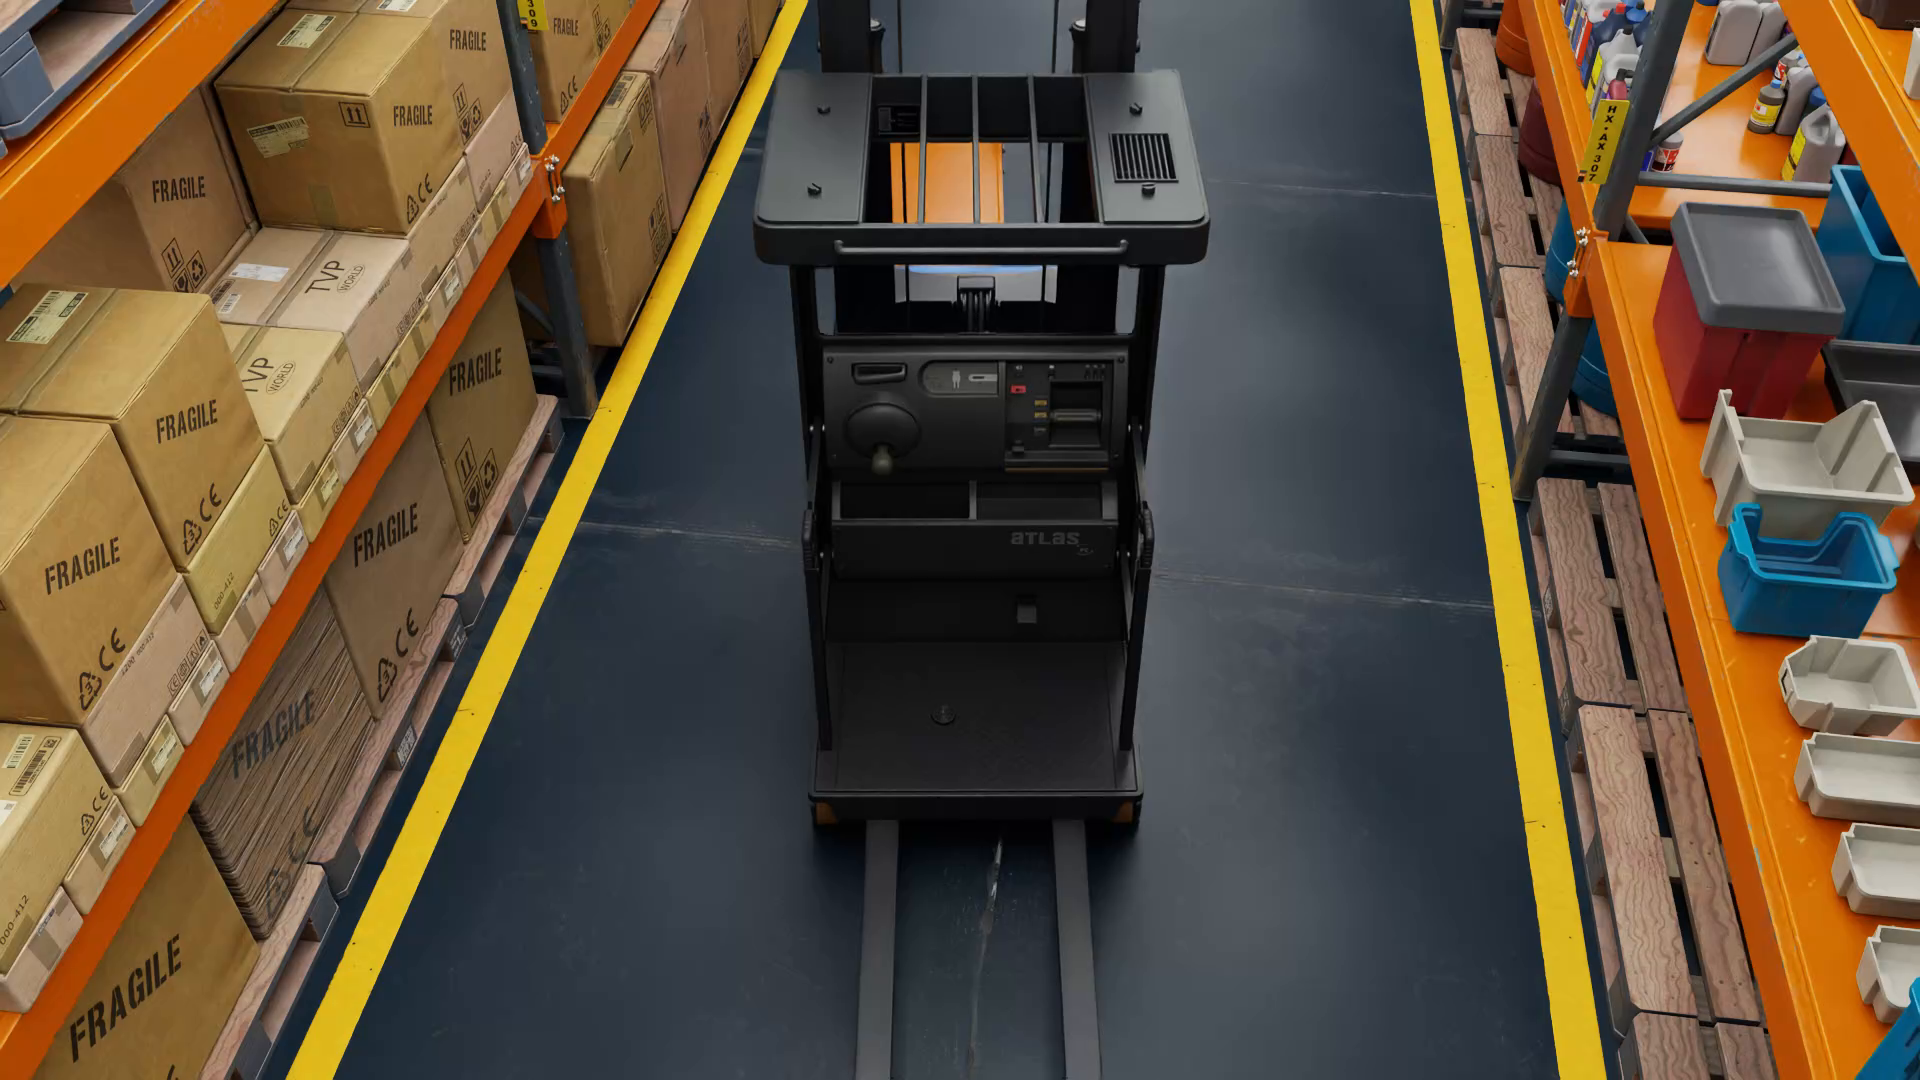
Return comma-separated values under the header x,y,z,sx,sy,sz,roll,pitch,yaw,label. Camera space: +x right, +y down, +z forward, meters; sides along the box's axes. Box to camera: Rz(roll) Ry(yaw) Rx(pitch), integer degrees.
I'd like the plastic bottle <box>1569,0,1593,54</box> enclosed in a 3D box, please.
x,y,z,sx,sy,sz,roll,pitch,yaw,label
2.668,-2.183,6.964,0.152,0.276,0.135,5,44,6,plastic bottle

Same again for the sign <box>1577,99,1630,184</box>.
x,y,z,sx,sy,sz,roll,pitch,yaw,label
2.259,-1.397,5.843,0.100,0.325,0.005,5,44,6,sign

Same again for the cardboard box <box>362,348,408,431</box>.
x,y,z,sx,sy,sz,roll,pitch,yaw,label
-1.991,-0.491,5.270,0.380,0.149,0.250,5,44,5,cardboard box

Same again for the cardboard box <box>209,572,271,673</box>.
x,y,z,sx,sy,sz,roll,pitch,yaw,label
-2.127,0.209,4.530,0.380,0.149,0.250,4,44,5,cardboard box

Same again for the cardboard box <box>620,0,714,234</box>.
x,y,z,sx,sy,sz,roll,pitch,yaw,label
-1.924,-2.124,8.051,1.225,0.875,0.875,4,44,4,cardboard box

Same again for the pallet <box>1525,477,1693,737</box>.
x,y,z,sx,sy,sz,roll,pitch,yaw,label
2.745,0.272,6.309,1.003,0.211,1.213,5,44,6,pallet

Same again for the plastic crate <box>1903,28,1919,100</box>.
x,y,z,sx,sy,sz,roll,pitch,yaw,label
2.302,-0.944,3.575,0.437,0.136,0.530,5,44,6,plastic crate

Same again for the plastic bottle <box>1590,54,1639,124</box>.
x,y,z,sx,sy,sz,roll,pitch,yaw,label
2.584,-1.747,6.504,0.152,0.276,0.135,5,44,6,plastic bottle

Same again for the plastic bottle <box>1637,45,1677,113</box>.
x,y,z,sx,sy,sz,roll,pitch,yaw,label
2.744,-1.871,6.580,0.144,0.351,0.185,5,44,6,plastic bottle

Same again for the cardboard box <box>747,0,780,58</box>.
x,y,z,sx,sy,sz,roll,pitch,yaw,label
-1.689,-3.334,9.330,1.225,0.875,0.875,3,44,4,cardboard box

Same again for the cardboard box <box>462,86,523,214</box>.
x,y,z,sx,sy,sz,roll,pitch,yaw,label
-1.904,-1.424,5.965,0.500,0.250,0.500,4,44,5,cardboard box

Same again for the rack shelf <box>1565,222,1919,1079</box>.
x,y,z,sx,sy,sz,roll,pitch,yaw,label
2.539,0.379,4.692,1.077,0.370,4.000,5,44,6,rack shelf

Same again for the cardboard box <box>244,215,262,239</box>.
x,y,z,sx,sy,sz,roll,pitch,yaw,label
-2.498,-1.114,5.638,0.500,0.250,0.500,5,44,5,cardboard box

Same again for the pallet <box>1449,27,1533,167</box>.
x,y,z,sx,sy,sz,roll,pitch,yaw,label
3.270,-2.418,9.150,1.003,0.211,1.213,5,44,6,pallet

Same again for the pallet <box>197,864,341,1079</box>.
x,y,z,sx,sy,sz,roll,pitch,yaw,label
-2.606,1.491,5.022,1.003,0.211,1.213,5,44,6,pallet

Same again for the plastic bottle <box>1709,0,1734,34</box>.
x,y,z,sx,sy,sz,roll,pitch,yaw,label
3.270,-2.242,7.081,0.097,0.201,0.097,0,43,0,plastic bottle

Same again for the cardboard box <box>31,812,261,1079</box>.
x,y,z,sx,sy,sz,roll,pitch,yaw,label
-2.629,1.206,4.535,0.875,0.875,0.875,5,44,6,cardboard box

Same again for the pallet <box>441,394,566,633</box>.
x,y,z,sx,sy,sz,roll,pitch,yaw,label
-2.284,-0.172,6.778,1.003,0.211,1.213,5,44,6,pallet

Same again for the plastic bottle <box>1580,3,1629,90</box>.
x,y,z,sx,sy,sz,roll,pitch,yaw,label
2.625,-2.010,6.727,0.144,0.351,0.185,5,44,6,plastic bottle

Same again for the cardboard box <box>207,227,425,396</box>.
x,y,z,sx,sy,sz,roll,pitch,yaw,label
-2.037,-0.724,5.225,0.500,0.250,0.500,6,44,6,cardboard box

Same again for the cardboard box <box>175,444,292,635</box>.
x,y,z,sx,sy,sz,roll,pitch,yaw,label
-2.171,-0.023,4.485,0.500,0.250,0.500,4,44,4,cardboard box

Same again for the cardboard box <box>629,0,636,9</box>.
x,y,z,sx,sy,sz,roll,pitch,yaw,label
-1.665,-2.706,7.354,0.500,0.500,0.500,4,44,5,cardboard box

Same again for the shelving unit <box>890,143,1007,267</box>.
x,y,z,sx,sy,sz,roll,pitch,yaw,label
-0.072,-1.072,7.064,0.538,1.125,1.048,0,43,0,shelving unit

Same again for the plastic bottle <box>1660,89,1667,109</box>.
x,y,z,sx,sy,sz,roll,pitch,yaw,label
2.710,-1.722,6.531,0.097,0.201,0.097,0,43,0,plastic bottle

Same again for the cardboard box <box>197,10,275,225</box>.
x,y,z,sx,sy,sz,roll,pitch,yaw,label
-2.495,-1.383,5.377,0.500,0.500,0.500,5,44,6,cardboard box

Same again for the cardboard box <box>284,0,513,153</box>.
x,y,z,sx,sy,sz,roll,pitch,yaw,label
-1.901,-1.684,5.694,0.500,0.500,0.500,6,44,7,cardboard box

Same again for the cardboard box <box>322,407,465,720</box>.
x,y,z,sx,sy,sz,roll,pitch,yaw,label
-2.391,-0.021,5.830,0.875,0.875,0.875,5,44,6,cardboard box

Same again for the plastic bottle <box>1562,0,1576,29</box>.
x,y,z,sx,sy,sz,roll,pitch,yaw,label
2.699,-2.341,7.131,0.152,0.276,0.135,5,44,6,plastic bottle

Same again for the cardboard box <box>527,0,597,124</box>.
x,y,z,sx,sy,sz,roll,pitch,yaw,label
-1.797,-2.023,6.632,0.500,0.500,0.500,5,44,6,cardboard box

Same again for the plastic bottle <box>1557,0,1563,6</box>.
x,y,z,sx,sy,sz,roll,pitch,yaw,label
2.684,-2.505,7.299,0.061,0.283,0.133,5,44,6,plastic bottle

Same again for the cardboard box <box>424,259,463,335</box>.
x,y,z,sx,sy,sz,roll,pitch,yaw,label
-1.923,-0.841,5.639,0.380,0.149,0.250,6,44,6,cardboard box

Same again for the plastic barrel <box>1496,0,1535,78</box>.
x,y,z,sx,sy,sz,roll,pitch,yaw,label
3.285,-3.001,9.011,0.600,0.830,0.708,5,44,6,plastic barrel

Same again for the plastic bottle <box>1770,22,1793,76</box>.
x,y,z,sx,sy,sz,roll,pitch,yaw,label
3.393,-2.019,6.786,0.061,0.283,0.133,5,44,6,plastic bottle

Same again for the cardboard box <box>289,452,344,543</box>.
x,y,z,sx,sy,sz,roll,pitch,yaw,label
-2.058,-0.139,4.898,0.380,0.149,0.250,4,44,4,cardboard box

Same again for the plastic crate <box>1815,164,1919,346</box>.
x,y,z,sx,sy,sz,roll,pitch,yaw,label
3.080,-0.912,5.500,0.392,0.384,0.575,5,44,6,plastic crate

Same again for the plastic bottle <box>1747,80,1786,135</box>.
x,y,z,sx,sy,sz,roll,pitch,yaw,label
3.165,-1.702,6.511,0.097,0.201,0.097,0,43,0,plastic bottle

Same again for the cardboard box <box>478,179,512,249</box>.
x,y,z,sx,sy,sz,roll,pitch,yaw,label
-1.855,-1.191,6.009,0.380,0.149,0.250,6,44,6,cardboard box

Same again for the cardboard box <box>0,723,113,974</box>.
x,y,z,sx,sy,sz,roll,pitch,yaw,label
-2.303,0.674,3.749,0.500,0.250,0.500,4,44,4,cardboard box

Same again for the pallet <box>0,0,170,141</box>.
x,y,z,sx,sy,sz,roll,pitch,yaw,label
-2.388,-1.367,3.895,1.003,0.211,1.213,5,44,6,pallet

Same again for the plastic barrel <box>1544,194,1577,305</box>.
x,y,z,sx,sy,sz,roll,pitch,yaw,label
2.986,-1.488,7.360,0.600,0.901,0.708,5,44,6,plastic barrel

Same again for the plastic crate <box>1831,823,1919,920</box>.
x,y,z,sx,sy,sz,roll,pitch,yaw,label
2.256,0.786,3.886,0.396,0.136,0.243,5,44,6,plastic crate

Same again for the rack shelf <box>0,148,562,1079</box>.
x,y,z,sx,sy,sz,roll,pitch,yaw,label
-2.370,-0.071,5.167,1.077,0.370,4.000,5,44,6,rack shelf

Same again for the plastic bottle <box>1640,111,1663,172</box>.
x,y,z,sx,sy,sz,roll,pitch,yaw,label
2.535,-1.498,6.241,0.152,0.276,0.135,5,44,6,plastic bottle

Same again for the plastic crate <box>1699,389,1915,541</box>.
x,y,z,sx,sy,sz,roll,pitch,yaw,label
2.419,-0.200,4.822,0.437,0.282,0.530,5,44,6,plastic crate

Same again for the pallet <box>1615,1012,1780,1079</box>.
x,y,z,sx,sy,sz,roll,pitch,yaw,label
2.422,1.935,4.553,1.003,0.211,1.213,5,44,6,pallet

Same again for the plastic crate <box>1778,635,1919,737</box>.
x,y,z,sx,sy,sz,roll,pitch,yaw,label
2.289,0.391,4.304,0.298,0.136,0.250,5,44,6,plastic crate

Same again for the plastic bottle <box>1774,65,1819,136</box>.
x,y,z,sx,sy,sz,roll,pitch,yaw,label
3.291,-1.731,6.486,0.152,0.276,0.135,5,44,6,plastic bottle

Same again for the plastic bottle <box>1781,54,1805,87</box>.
x,y,z,sx,sy,sz,roll,pitch,yaw,label
3.346,-1.846,6.663,0.097,0.201,0.097,0,43,0,plastic bottle

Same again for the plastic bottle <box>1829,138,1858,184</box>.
x,y,z,sx,sy,sz,roll,pitch,yaw,label
3.275,-1.414,6.147,0.061,0.283,0.133,5,44,6,plastic bottle

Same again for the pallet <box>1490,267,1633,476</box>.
x,y,z,sx,sy,sz,roll,pitch,yaw,label
2.947,-0.755,7.394,1.003,0.211,1.213,5,44,6,pallet

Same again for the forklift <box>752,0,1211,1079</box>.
x,y,z,sx,sy,sz,roll,pitch,yaw,label
0.051,-0.308,4.943,1.130,2.935,3.031,0,43,0,forklift

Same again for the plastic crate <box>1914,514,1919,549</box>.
x,y,z,sx,sy,sz,roll,pitch,yaw,label
2.872,0.043,4.671,0.293,0.136,0.466,5,44,6,plastic crate

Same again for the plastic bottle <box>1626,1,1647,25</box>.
x,y,z,sx,sy,sz,roll,pitch,yaw,label
2.777,-2.091,6.870,0.097,0.271,0.097,0,43,0,plastic bottle

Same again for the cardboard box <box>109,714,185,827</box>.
x,y,z,sx,sy,sz,roll,pitch,yaw,label
-2.194,0.560,4.159,0.380,0.149,0.250,4,44,5,cardboard box

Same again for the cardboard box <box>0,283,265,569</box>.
x,y,z,sx,sy,sz,roll,pitch,yaw,label
-2.175,-0.292,4.224,0.500,0.500,0.500,4,44,4,cardboard box

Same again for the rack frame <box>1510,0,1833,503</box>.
x,y,z,sx,sy,sz,roll,pitch,yaw,label
2.804,-1.245,5.884,1.000,3.000,0.127,5,44,6,rack frame

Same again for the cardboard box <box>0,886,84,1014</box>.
x,y,z,sx,sy,sz,roll,pitch,yaw,label
-2.260,0.910,3.790,0.380,0.149,0.250,6,44,6,cardboard box

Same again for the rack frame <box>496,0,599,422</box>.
x,y,z,sx,sy,sz,roll,pitch,yaw,label
-2.106,-1.696,6.359,1.000,3.000,0.127,5,44,6,rack frame
